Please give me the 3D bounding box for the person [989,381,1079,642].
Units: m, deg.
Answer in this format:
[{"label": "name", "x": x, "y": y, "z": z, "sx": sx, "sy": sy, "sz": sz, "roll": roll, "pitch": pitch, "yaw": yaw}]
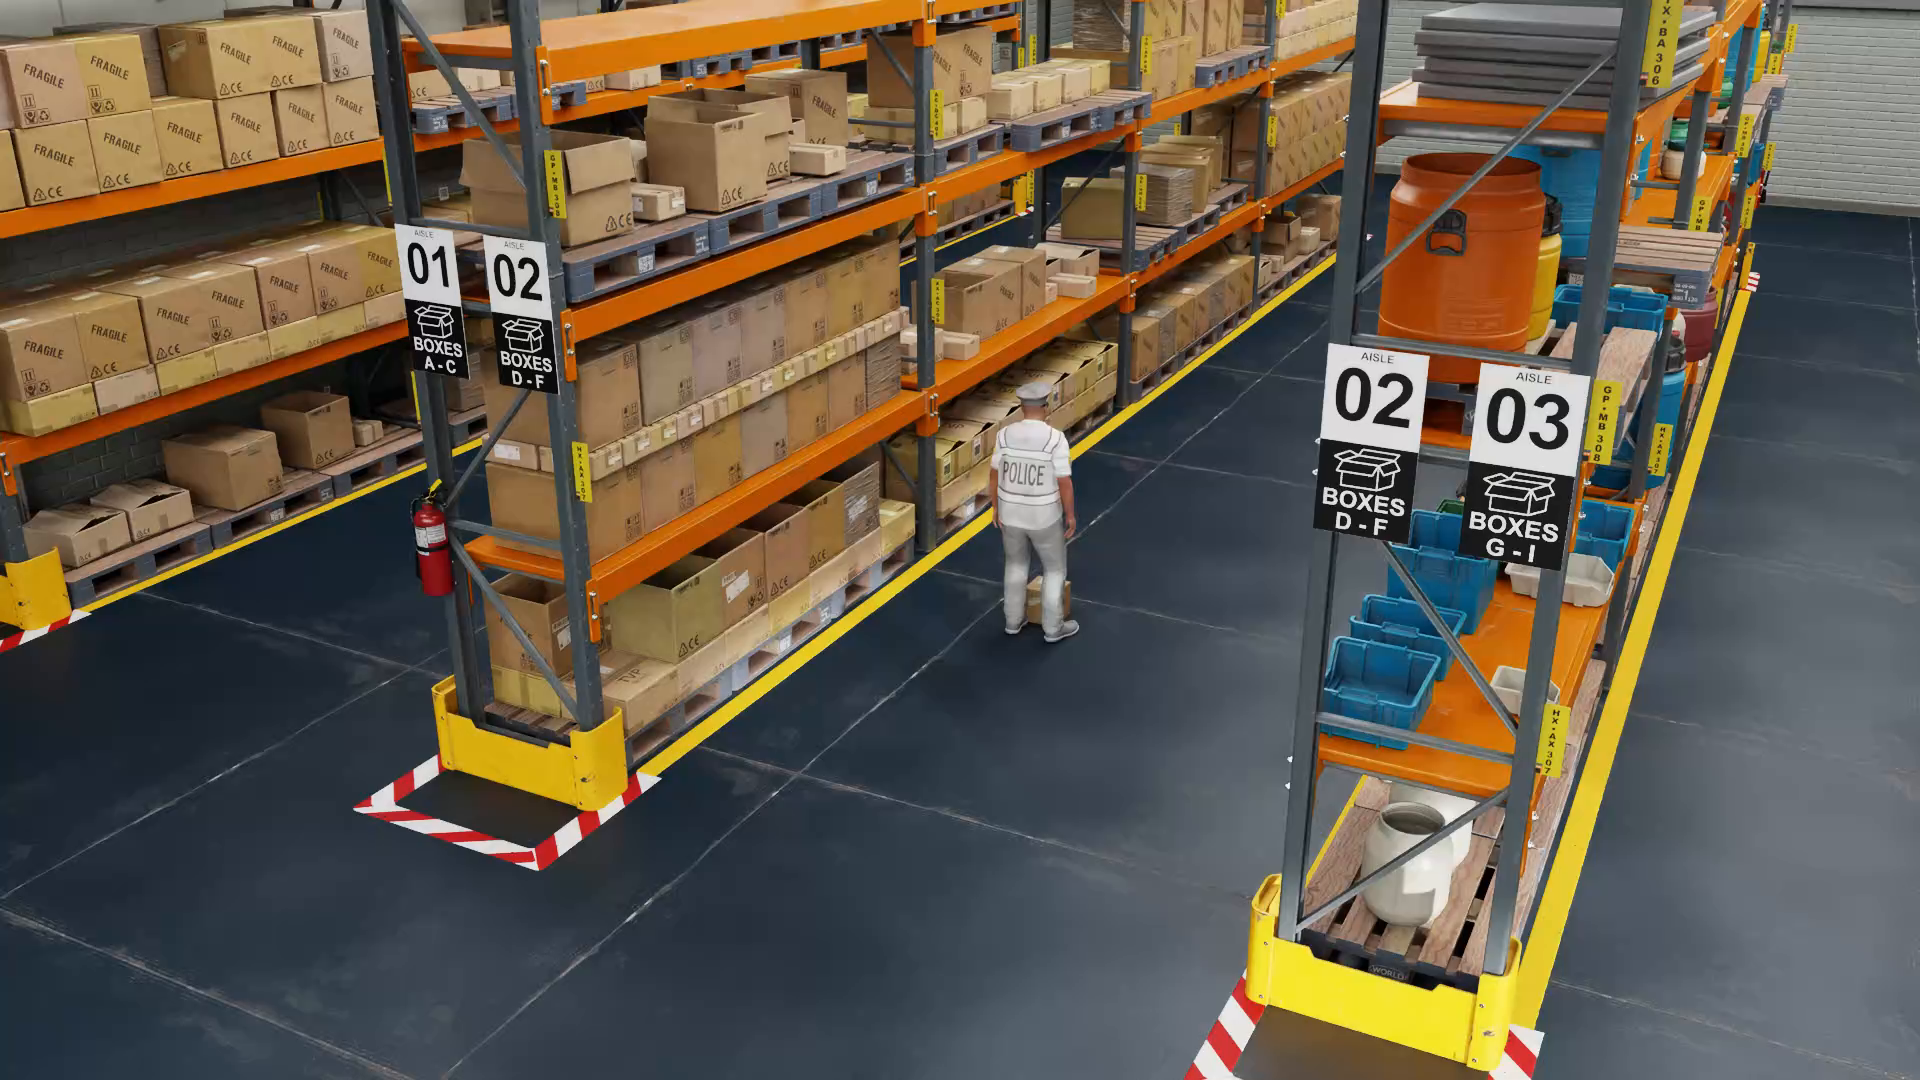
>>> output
[{"label": "person", "x": 0.488, "y": -0.172, "z": 11.152, "sx": 0.606, "sy": 1.750, "sz": 0.443, "roll": 10, "pitch": 24, "yaw": 22}]
